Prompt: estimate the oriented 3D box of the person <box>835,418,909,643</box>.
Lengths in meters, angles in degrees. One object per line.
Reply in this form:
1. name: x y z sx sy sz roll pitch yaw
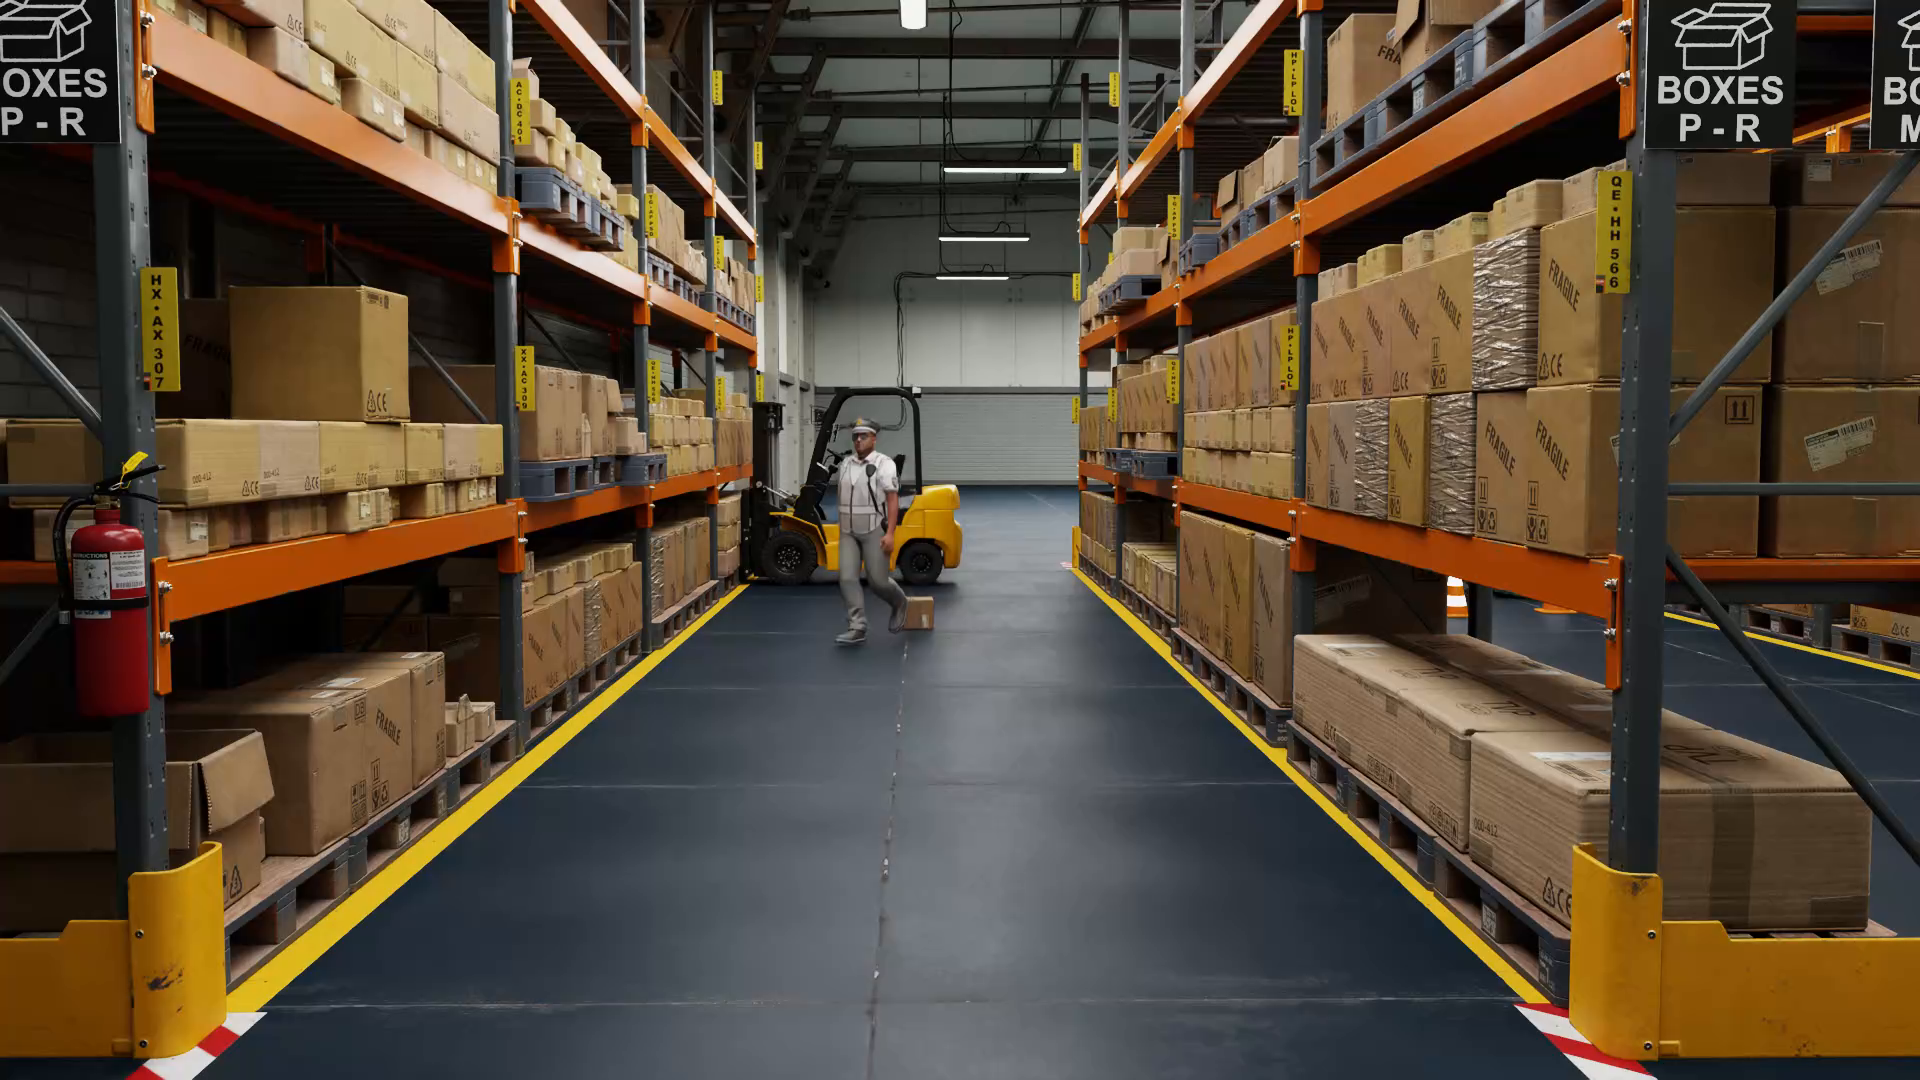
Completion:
1. person: -0.704 -0.083 13.068 0.542 1.745 0.760 2 4 29
